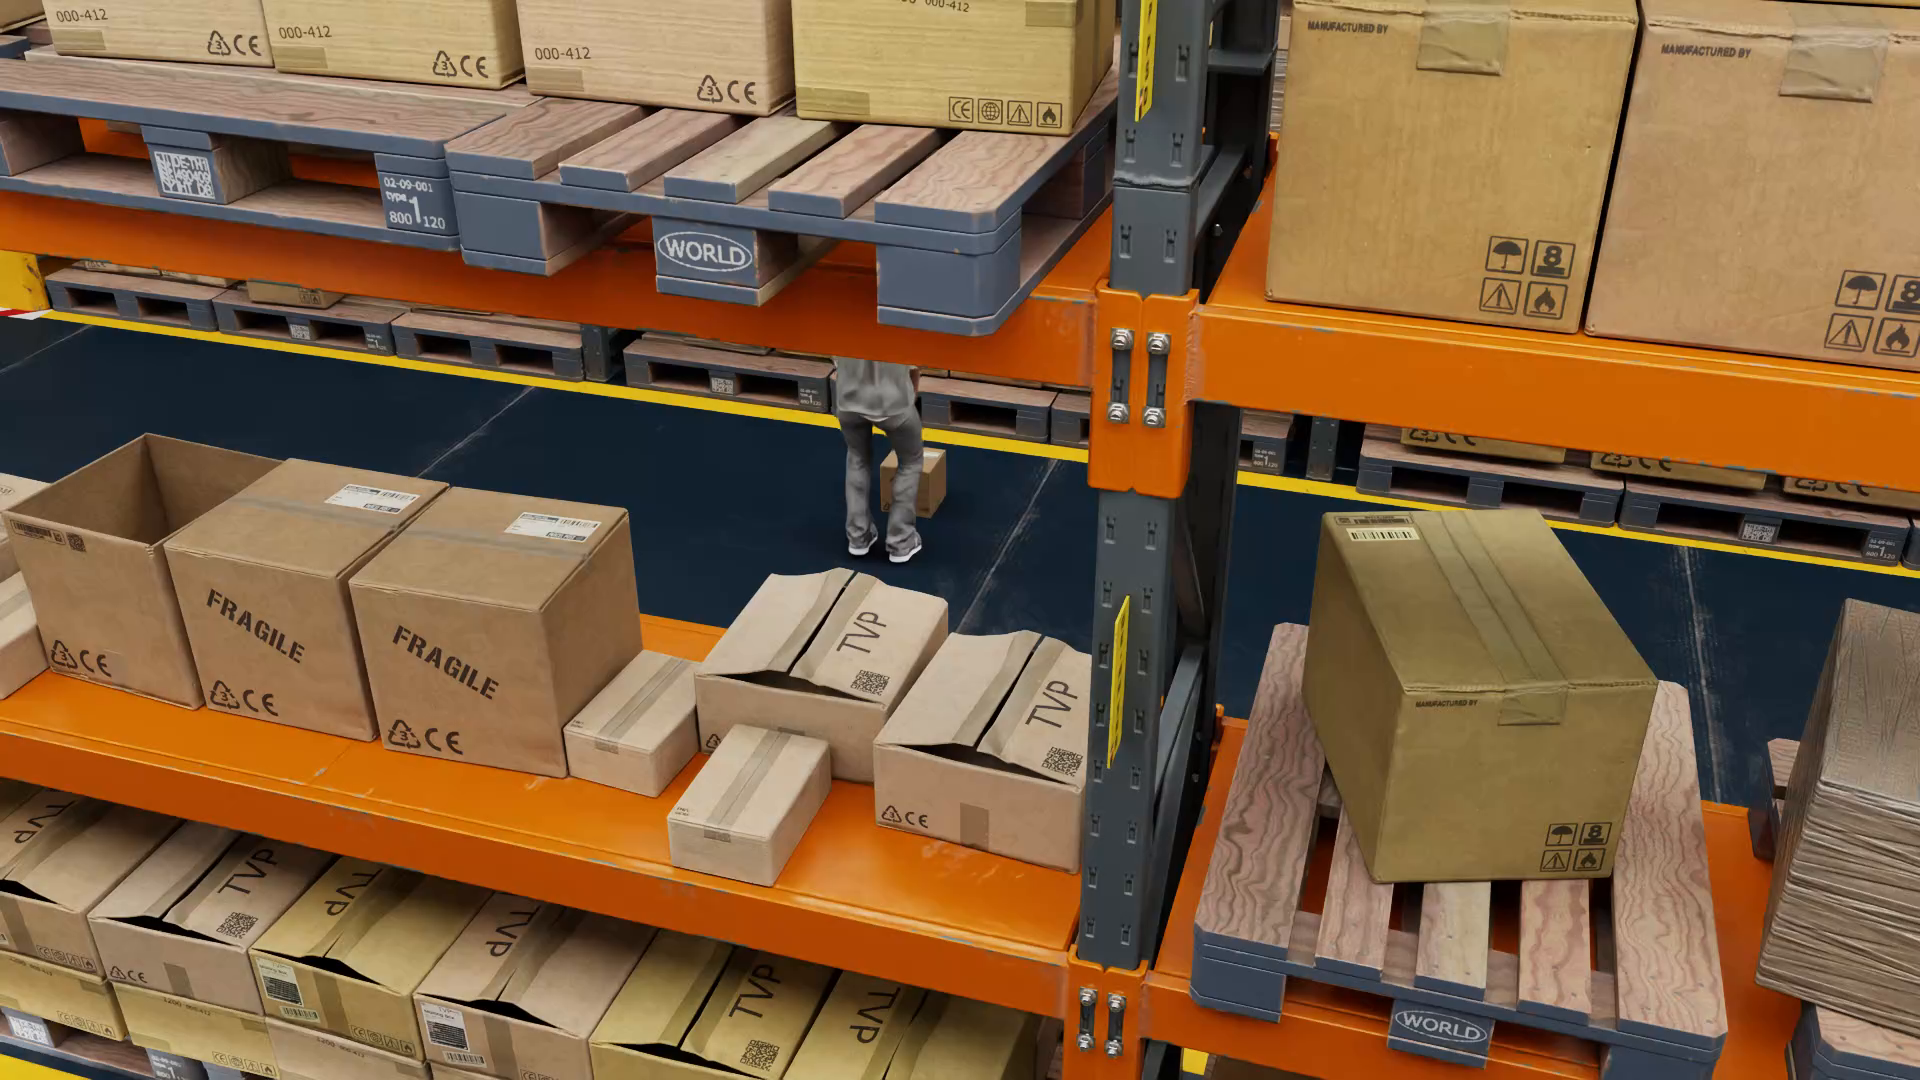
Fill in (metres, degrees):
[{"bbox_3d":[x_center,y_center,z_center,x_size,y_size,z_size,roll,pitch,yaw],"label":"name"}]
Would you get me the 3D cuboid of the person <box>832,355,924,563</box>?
[{"bbox_3d":[-0.379,-0.626,7.308,0.433,1.538,0.417,9,31,16],"label":"person"}]
